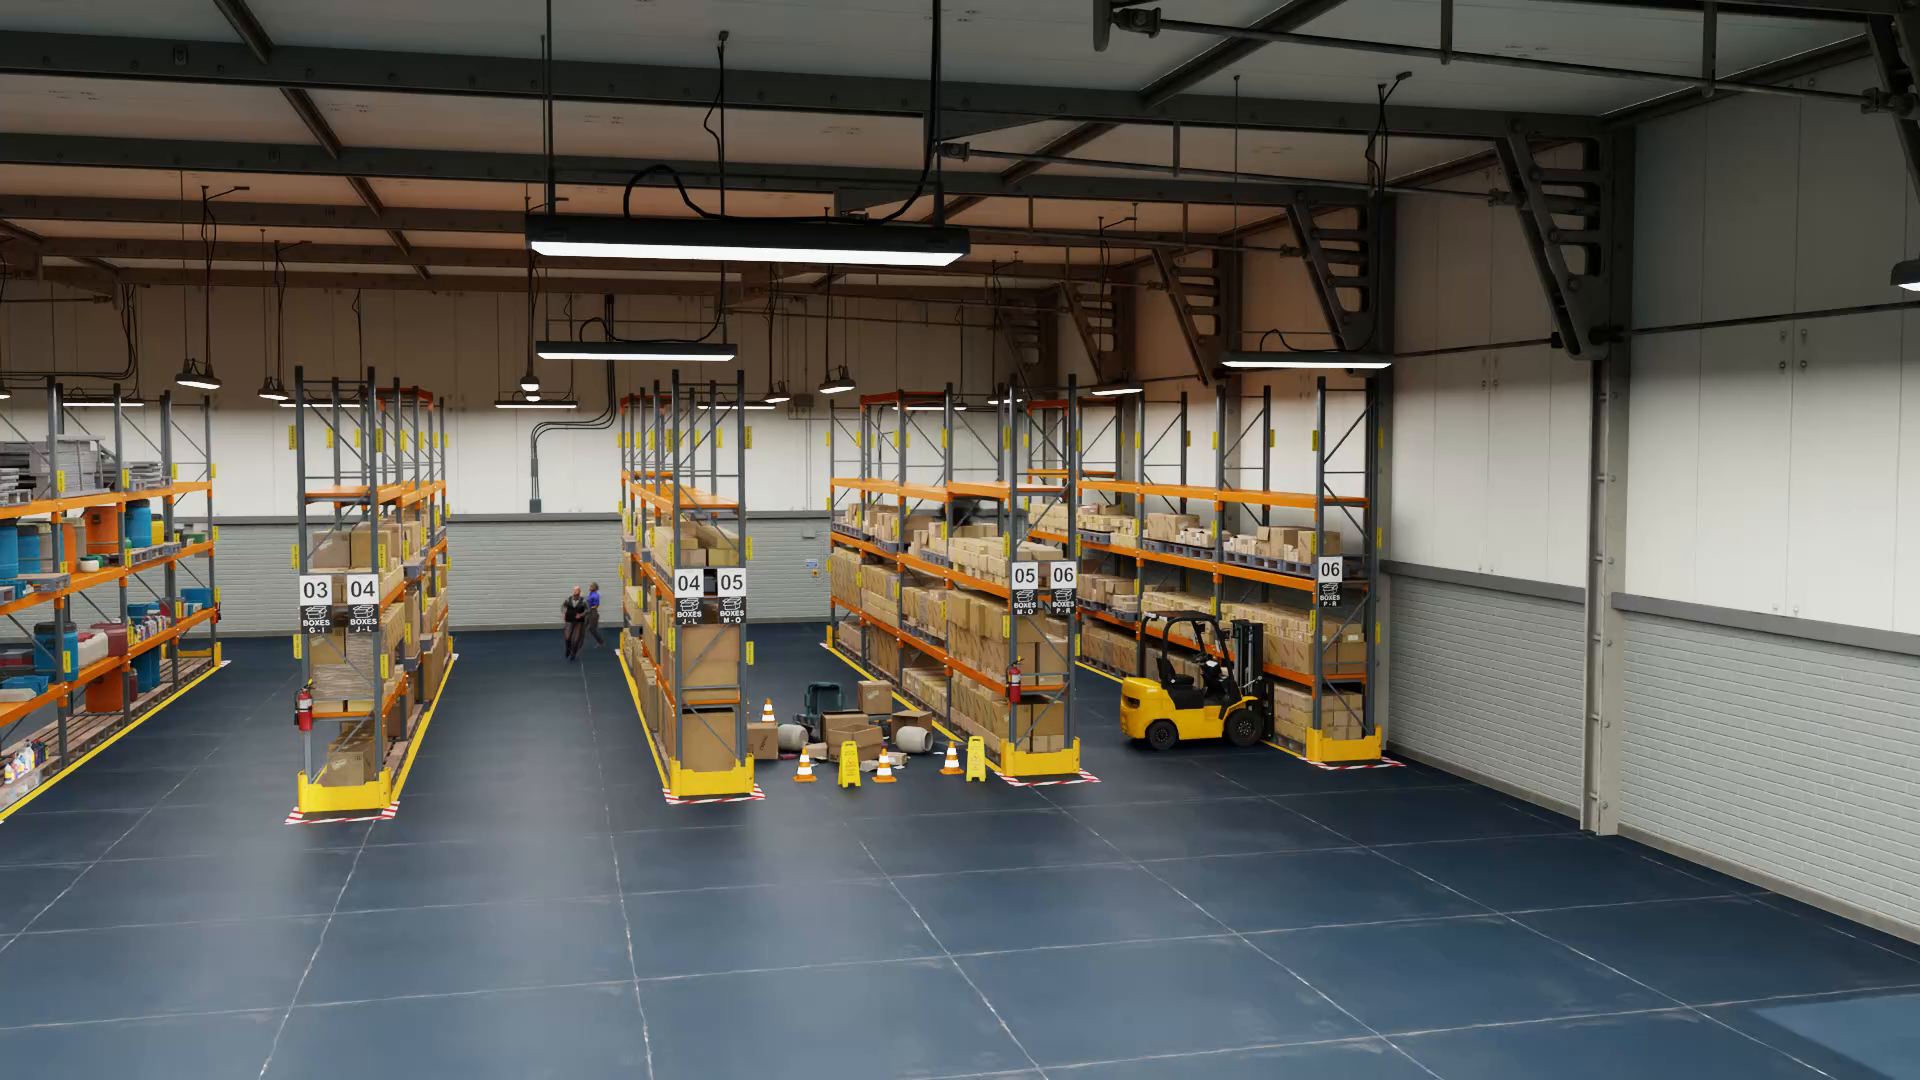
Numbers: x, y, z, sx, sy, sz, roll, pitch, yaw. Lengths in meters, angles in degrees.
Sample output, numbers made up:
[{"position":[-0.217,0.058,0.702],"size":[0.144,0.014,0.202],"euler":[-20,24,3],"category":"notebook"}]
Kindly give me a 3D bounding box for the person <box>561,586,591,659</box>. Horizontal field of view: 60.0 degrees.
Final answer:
[{"position":[-8.783,1.893,37.956],"size":[0.688,1.679,0.524],"euler":[0,3,-4],"category":"person"}]

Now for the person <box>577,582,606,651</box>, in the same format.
[{"position":[-8.759,1.826,39.450],"size":[0.836,1.645,0.592],"euler":[-3,5,-41],"category":"person"}]
